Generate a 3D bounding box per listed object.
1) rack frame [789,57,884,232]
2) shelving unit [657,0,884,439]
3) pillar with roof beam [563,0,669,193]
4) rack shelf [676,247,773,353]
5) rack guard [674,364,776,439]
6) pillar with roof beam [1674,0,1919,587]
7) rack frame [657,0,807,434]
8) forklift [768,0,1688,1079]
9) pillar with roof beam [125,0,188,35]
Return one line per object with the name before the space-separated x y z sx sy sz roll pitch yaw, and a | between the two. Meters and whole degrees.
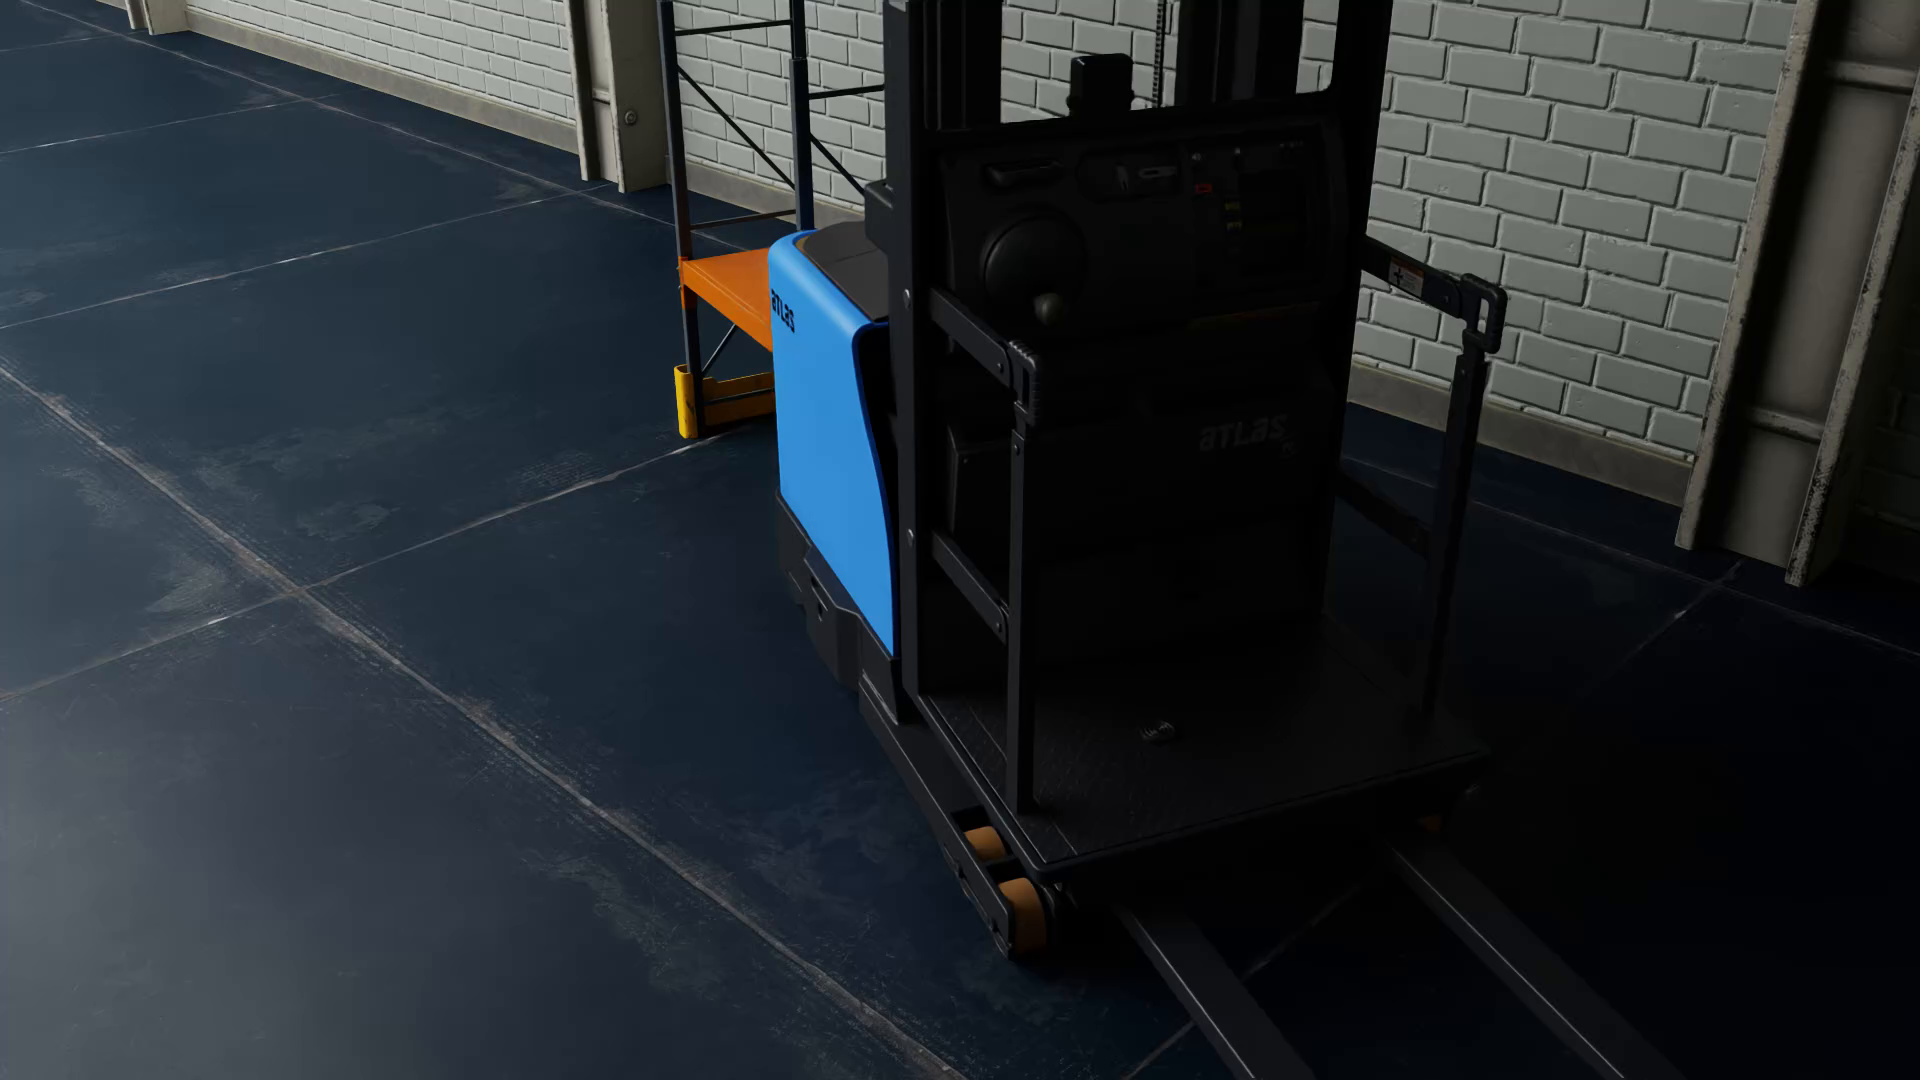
rack frame | -0.240 -0.693 4.956 0.500 1.500 0.032 -15 31 -26
shelving unit | -0.495 -0.902 5.354 0.587 1.500 1.083 -15 31 -26
pillar with roof beam | -4.806 -4.484 4.108 0.400 9.000 9.100 25 36 38
rack shelf | -0.490 -0.739 5.431 0.538 0.185 1.000 -15 31 -26
rack guard | -0.740 -0.551 6.029 0.587 0.250 0.087 -15 31 -26
pillar with roof beam | -0.528 -2.526 0.385 0.400 9.000 9.100 25 36 38
rack frame | -0.740 -1.105 5.739 0.500 1.500 0.032 -15 31 -26
forklift | 0.481 -0.630 3.299 1.130 2.935 3.031 -11 30 -19
pillar with roof beam | -9.085 -6.441 7.831 0.400 9.000 9.100 25 36 38
